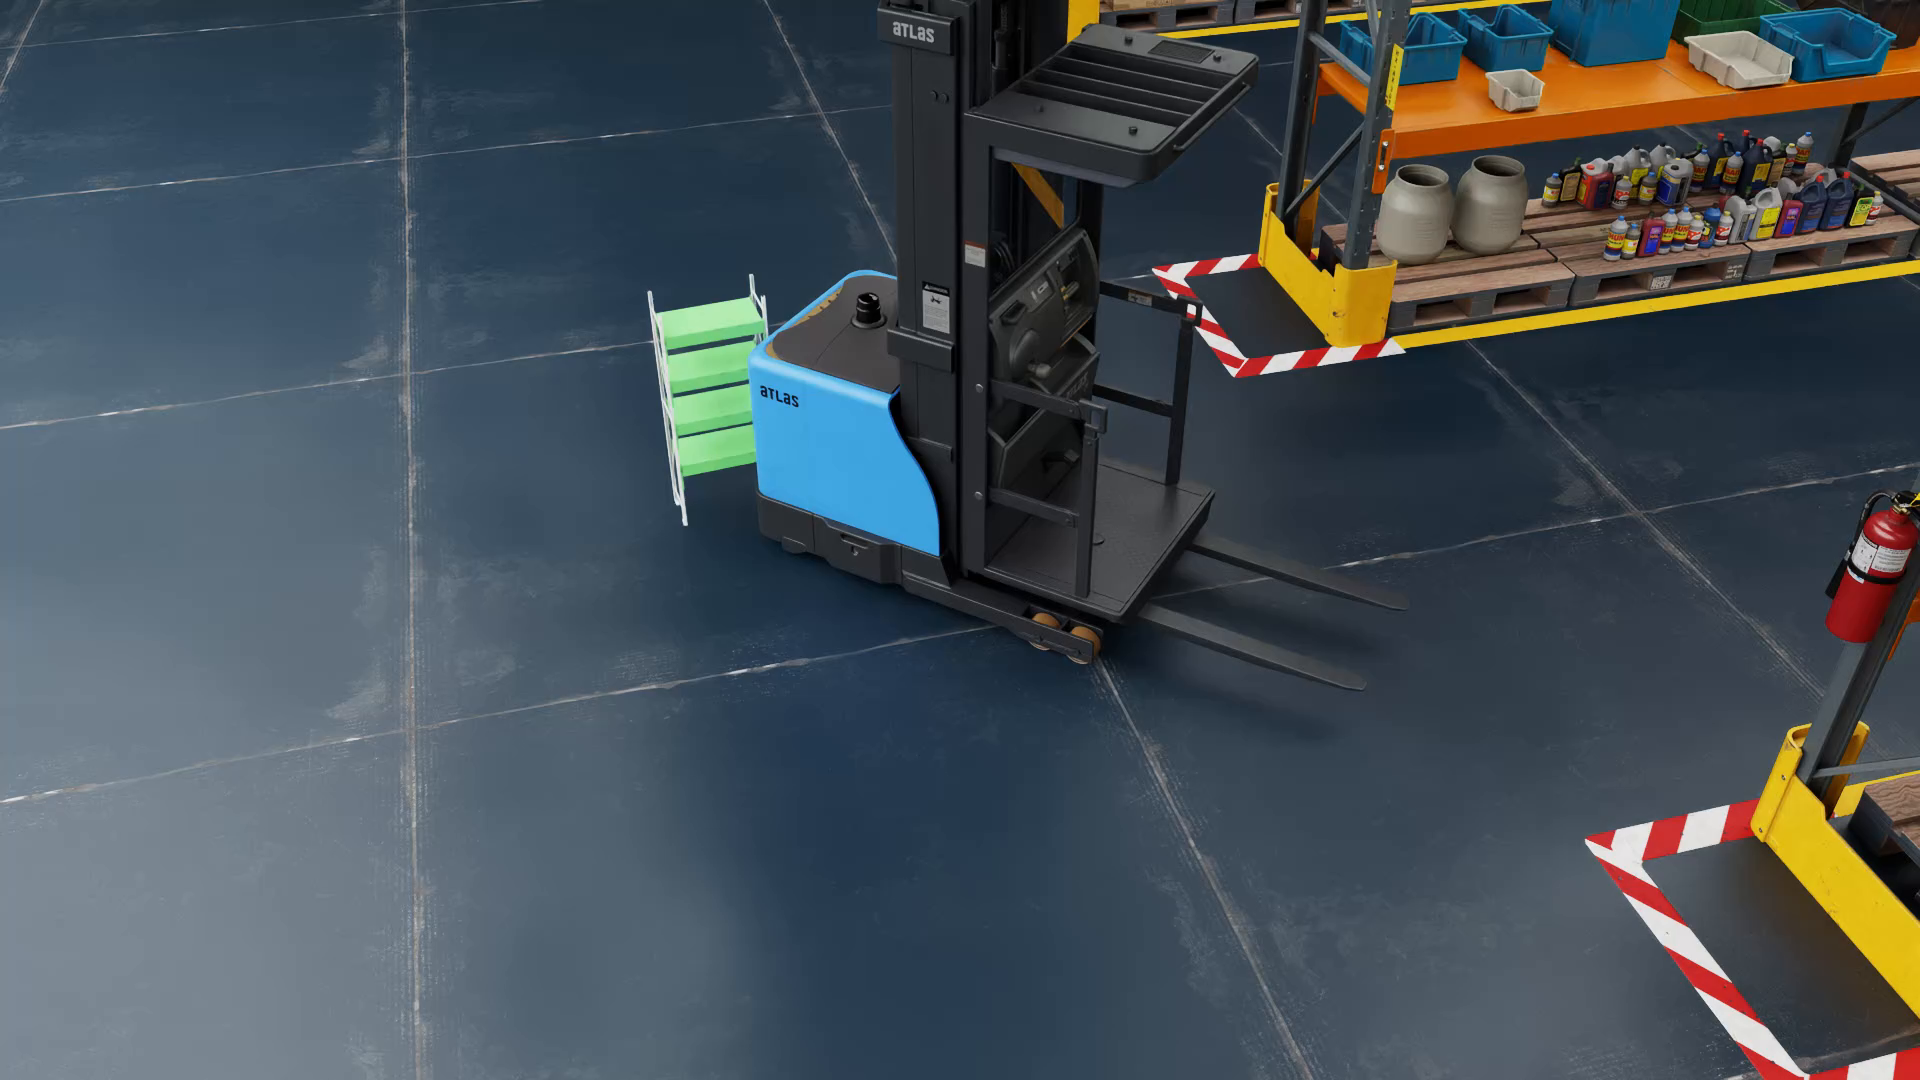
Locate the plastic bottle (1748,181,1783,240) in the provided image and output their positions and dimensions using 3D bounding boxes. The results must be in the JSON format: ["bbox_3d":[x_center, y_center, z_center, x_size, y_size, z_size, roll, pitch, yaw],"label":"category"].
[{"bbox_3d":[4.949,-2.037,10.241,0.185,0.351,0.144,-10,38,-12],"label":"plastic bottle"}]

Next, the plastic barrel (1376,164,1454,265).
[{"bbox_3d":[2.746,-1.961,10.026,0.421,0.512,0.421,0,37,0],"label":"plastic barrel"}]

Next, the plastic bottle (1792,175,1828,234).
[{"bbox_3d":[5.260,-2.088,10.308,0.185,0.351,0.144,-11,39,-14],"label":"plastic bottle"}]

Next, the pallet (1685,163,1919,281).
[{"bbox_3d":[5.333,-2.077,10.771,1.213,0.211,1.003,-9,38,-12],"label":"pallet"}]

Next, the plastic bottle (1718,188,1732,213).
[{"bbox_3d":[4.762,-2.049,10.313,0.133,0.283,0.061,-9,38,-12],"label":"plastic bottle"}]

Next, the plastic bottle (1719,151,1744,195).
[{"bbox_3d":[4.996,-2.380,10.755,0.097,0.271,0.097,0,37,0],"label":"plastic bottle"}]

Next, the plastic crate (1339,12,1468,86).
[{"bbox_3d":[2.536,-2.829,9.581,0.616,0.251,0.499,-9,38,-12],"label":"plastic crate"}]

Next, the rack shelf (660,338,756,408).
[{"bbox_3d":[-1.182,-0.807,8.007,0.480,0.148,0.258,-13,39,-16],"label":"rack shelf"}]

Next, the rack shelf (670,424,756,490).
[{"bbox_3d":[-1.182,-0.426,8.298,0.480,0.148,0.258,-13,39,-16],"label":"rack shelf"}]

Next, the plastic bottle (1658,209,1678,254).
[{"bbox_3d":[4.293,-1.883,10.106,0.097,0.271,0.097,0,37,0],"label":"plastic bottle"}]

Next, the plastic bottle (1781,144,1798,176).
[{"bbox_3d":[5.472,-2.521,10.997,0.097,0.201,0.097,0,37,0],"label":"plastic bottle"}]

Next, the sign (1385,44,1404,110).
[{"bbox_3d":[2.270,-2.420,8.696,0.005,0.325,0.100,-9,38,-12],"label":"sign"}]

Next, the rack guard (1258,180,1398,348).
[{"bbox_3d":[2.192,-1.680,10.014,0.348,0.500,1.175,-9,38,-12],"label":"rack guard"}]

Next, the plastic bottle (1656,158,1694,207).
[{"bbox_3d":[4.575,-2.295,10.641,0.135,0.276,0.152,-9,38,-12],"label":"plastic bottle"}]

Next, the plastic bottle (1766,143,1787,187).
[{"bbox_3d":[5.294,-2.440,10.824,0.133,0.283,0.061,-9,38,-12],"label":"plastic bottle"}]

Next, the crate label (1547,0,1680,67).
[{"bbox_3d":[3.837,-3.097,9.781,0.616,0.435,0.502,-9,38,-12],"label":"crate label"}]

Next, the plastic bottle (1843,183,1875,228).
[{"bbox_3d":[5.614,-2.093,10.370,0.133,0.283,0.061,-7,38,-10],"label":"plastic bottle"}]

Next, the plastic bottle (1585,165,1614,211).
[{"bbox_3d":[4.068,-2.239,10.561,0.133,0.283,0.061,-9,38,-12],"label":"plastic bottle"}]

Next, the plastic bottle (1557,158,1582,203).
[{"bbox_3d":[3.897,-2.306,10.649,0.133,0.283,0.061,-8,38,-11],"label":"plastic bottle"}]

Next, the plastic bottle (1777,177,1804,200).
[{"bbox_3d":[5.198,-2.141,10.439,0.135,0.276,0.152,-9,38,-12],"label":"plastic bottle"}]

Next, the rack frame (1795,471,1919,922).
[{"bbox_3d":[3.422,0.272,5.405,0.127,3.000,1.000,-9,38,-12],"label":"rack frame"}]

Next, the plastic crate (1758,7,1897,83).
[{"bbox_3d":[4.995,-2.873,9.639,0.616,0.251,0.499,-9,38,-12],"label":"plastic crate"}]

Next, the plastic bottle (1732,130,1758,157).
[{"bbox_3d":[5.105,-2.505,10.853,0.185,0.351,0.144,-8,38,-11],"label":"plastic bottle"}]

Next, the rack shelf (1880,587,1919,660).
[{"bbox_3d":[5.353,0.241,6.038,4.000,0.370,1.077,-9,38,-12],"label":"rack shelf"}]

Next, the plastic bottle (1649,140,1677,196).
[{"bbox_3d":[4.512,-2.408,10.726,0.185,0.351,0.144,-10,38,-12],"label":"plastic bottle"}]

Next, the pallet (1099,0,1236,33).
[{"bbox_3d":[1.570,-4.578,14.039,1.213,0.211,1.003,-9,38,-12],"label":"pallet"}]

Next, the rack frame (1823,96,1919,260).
[{"bbox_3d":[5.992,-3.267,10.031,0.127,3.000,1.000,-9,38,-12],"label":"rack frame"}]

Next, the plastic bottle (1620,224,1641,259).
[{"bbox_3d":[4.062,-1.817,10.077,0.097,0.201,0.097,0,37,0],"label":"plastic bottle"}]

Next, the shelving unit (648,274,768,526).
[{"bbox_3d":[-1.182,-0.667,8.114,0.503,1.200,0.258,-13,39,-16],"label":"shelving unit"}]

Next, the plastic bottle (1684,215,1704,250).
[{"bbox_3d":[4.485,-1.887,10.168,0.097,0.201,0.097,0,37,0],"label":"plastic bottle"}]

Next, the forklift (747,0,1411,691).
[{"bbox_3d":[0.549,-0.977,7.094,3.031,2.935,1.130,19,41,23],"label":"forklift"}]

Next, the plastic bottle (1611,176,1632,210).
[{"bbox_3d":[4.224,-2.220,10.604,0.097,0.201,0.097,0,37,0],"label":"plastic bottle"}]

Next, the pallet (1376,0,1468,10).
[{"bbox_3d":[3.926,-4.964,14.545,1.213,0.211,1.003,-9,38,-12],"label":"pallet"}]

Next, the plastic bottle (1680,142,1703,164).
[{"bbox_3d":[4.752,-2.447,10.833,0.133,0.283,0.061,-8,38,-10],"label":"plastic bottle"}]

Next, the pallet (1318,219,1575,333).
[{"bbox_3d":[2.977,-1.691,10.266,1.213,0.211,1.003,-9,38,-12],"label":"pallet"}]

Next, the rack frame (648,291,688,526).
[{"bbox_3d":[-1.411,-0.616,8.047,0.015,1.200,0.240,-13,39,-16],"label":"rack frame"}]

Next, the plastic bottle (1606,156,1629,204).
[{"bbox_3d":[4.174,-2.320,10.673,0.135,0.276,0.152,-10,39,-13],"label":"plastic bottle"}]

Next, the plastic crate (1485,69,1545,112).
[{"bbox_3d":[3.078,-2.482,9.222,0.250,0.136,0.298,-9,38,-12],"label":"plastic crate"}]

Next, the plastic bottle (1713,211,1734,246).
[{"bbox_3d":[4.684,-1.919,10.211,0.097,0.201,0.097,0,37,0],"label":"plastic bottle"}]

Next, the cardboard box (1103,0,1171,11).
[{"bbox_3d":[1.419,-4.568,13.650,0.500,0.250,0.500,-9,38,-12],"label":"cardboard box"}]
